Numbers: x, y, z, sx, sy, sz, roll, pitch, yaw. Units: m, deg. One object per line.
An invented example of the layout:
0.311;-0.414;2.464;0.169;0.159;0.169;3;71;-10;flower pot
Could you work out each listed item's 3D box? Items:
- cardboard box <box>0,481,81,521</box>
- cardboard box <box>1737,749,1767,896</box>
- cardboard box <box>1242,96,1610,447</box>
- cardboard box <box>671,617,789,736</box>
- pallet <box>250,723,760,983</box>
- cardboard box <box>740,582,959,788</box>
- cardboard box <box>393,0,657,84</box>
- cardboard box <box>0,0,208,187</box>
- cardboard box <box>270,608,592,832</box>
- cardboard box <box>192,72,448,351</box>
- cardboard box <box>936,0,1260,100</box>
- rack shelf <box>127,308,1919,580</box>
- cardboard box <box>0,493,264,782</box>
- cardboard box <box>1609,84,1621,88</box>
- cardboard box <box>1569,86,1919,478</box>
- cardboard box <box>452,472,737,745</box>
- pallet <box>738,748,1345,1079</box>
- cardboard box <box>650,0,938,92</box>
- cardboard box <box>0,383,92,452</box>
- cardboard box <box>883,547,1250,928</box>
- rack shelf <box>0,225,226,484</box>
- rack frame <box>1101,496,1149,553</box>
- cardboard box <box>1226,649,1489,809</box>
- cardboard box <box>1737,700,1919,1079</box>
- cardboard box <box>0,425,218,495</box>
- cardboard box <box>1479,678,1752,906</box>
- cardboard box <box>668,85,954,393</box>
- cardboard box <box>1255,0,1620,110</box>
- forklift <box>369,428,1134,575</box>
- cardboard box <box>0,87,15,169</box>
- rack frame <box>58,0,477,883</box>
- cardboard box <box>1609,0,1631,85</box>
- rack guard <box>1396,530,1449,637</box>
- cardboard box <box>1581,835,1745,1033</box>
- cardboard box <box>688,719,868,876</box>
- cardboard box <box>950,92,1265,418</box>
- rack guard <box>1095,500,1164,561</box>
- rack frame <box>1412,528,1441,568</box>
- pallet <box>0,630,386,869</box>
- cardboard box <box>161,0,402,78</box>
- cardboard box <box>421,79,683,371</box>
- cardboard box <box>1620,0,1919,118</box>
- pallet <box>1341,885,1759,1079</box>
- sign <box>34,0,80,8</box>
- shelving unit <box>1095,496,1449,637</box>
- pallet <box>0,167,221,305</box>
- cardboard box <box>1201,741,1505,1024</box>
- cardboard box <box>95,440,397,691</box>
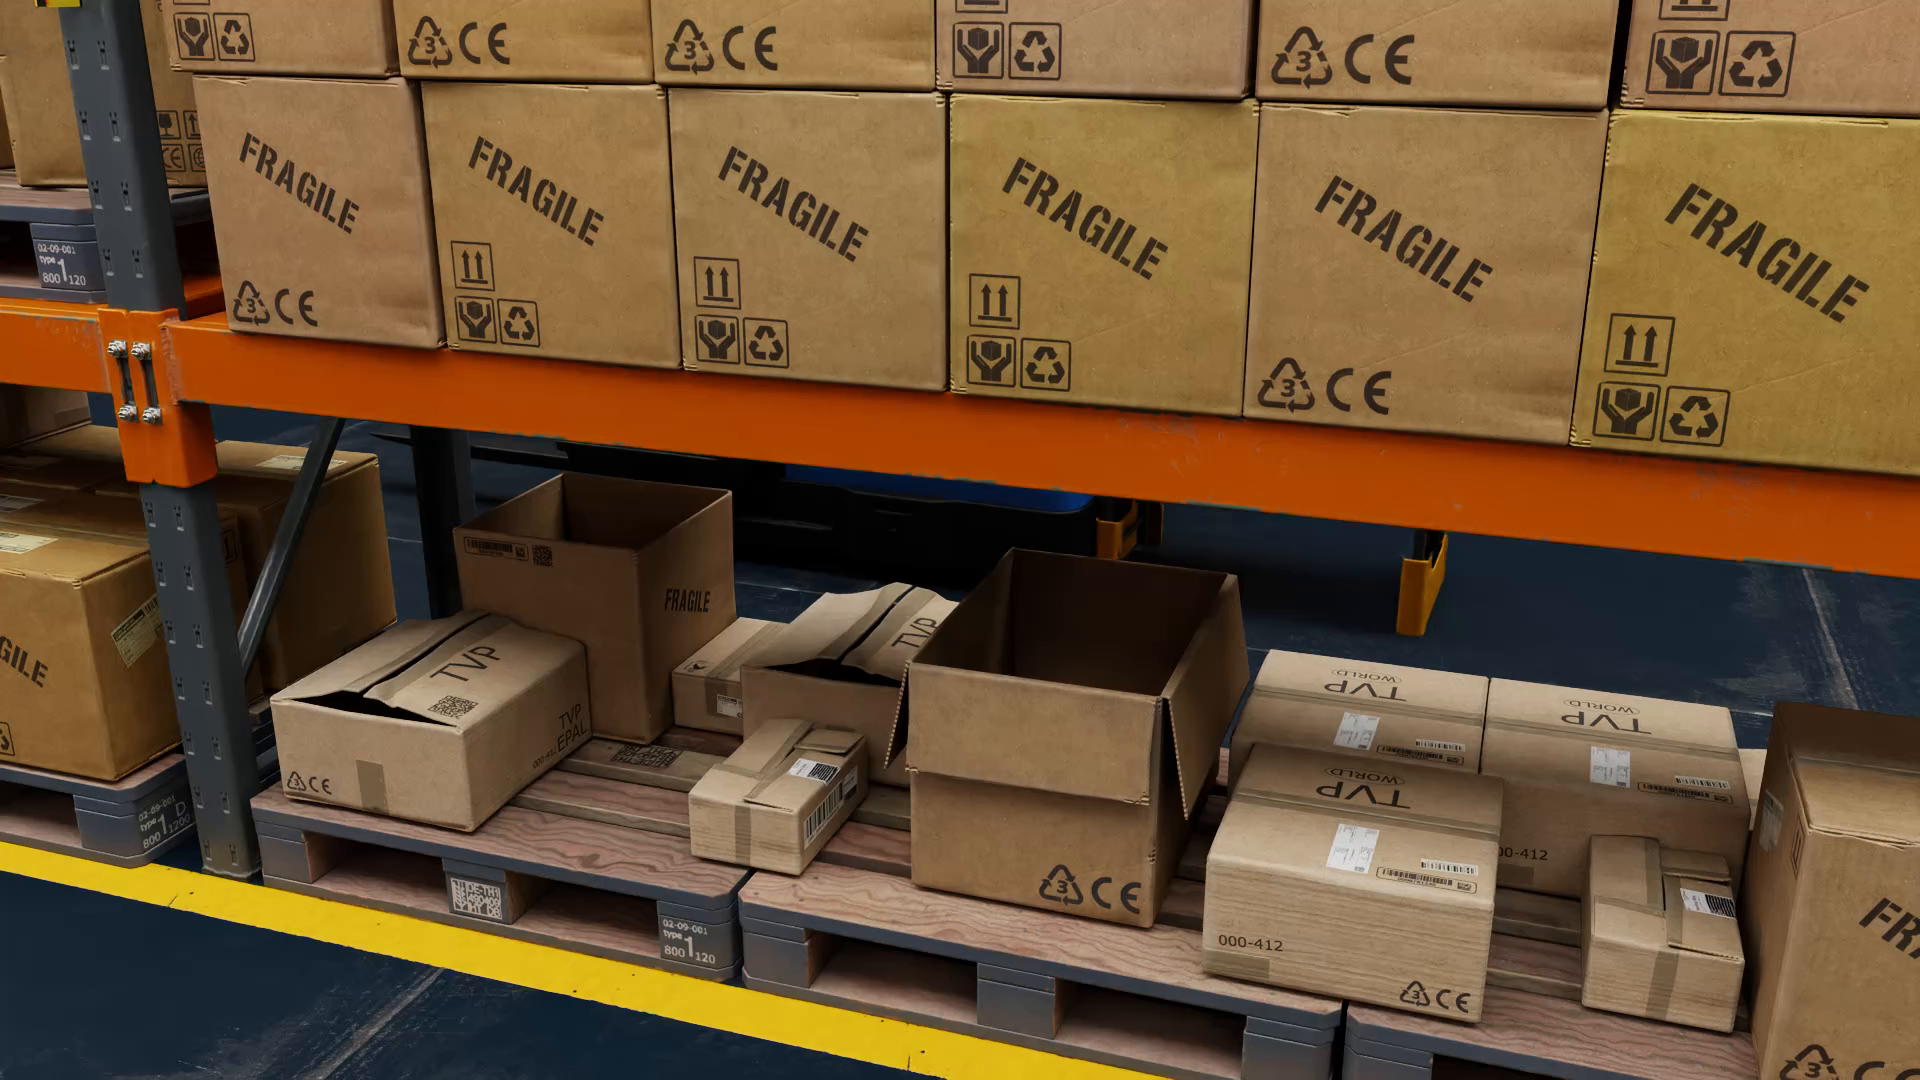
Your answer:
-2.556;0.162;4.185;0.500;0.500;0.500;7;20;18;cardboard box
1.728;0.592;3.456;0.250;0.166;0.380;7;20;18;cardboard box
0.774;-0.480;2.745;0.500;0.500;0.500;7;20;18;cardboard box
-0.527;0.343;4.199;0.250;0.149;0.380;7;20;18;cardboard box
-0.883;0.600;4.033;1.213;0.211;1.003;7;20;18;pallet
-0.192;0.325;4.002;0.500;0.311;0.500;7;20;18;cardboard box
-0.692;-1.116;3.050;0.500;0.500;0.500;6;20;16;cardboard box
-1.906;-1.157;4.049;0.500;0.500;0.700;0;19;0;cardboard box
-1.206;0.384;3.835;0.500;0.311;0.500;7;20;18;cardboard box
-1.140;-0.698;3.370;0.500;0.500;0.500;7;20;19;cardboard box
0.282;-1.005;2.731;0.500;0.500;0.500;7;20;20;cardboard box
0.357;-0.235;3.287;4.000;0.370;1.077;7;20;18;rack shelf
-2.092;0.218;4.024;0.500;0.500;0.500;6;20;18;cardboard box
1.425;-0.590;3.060;0.500;0.500;0.500;6;20;18;cardboard box
1.243;-0.425;2.586;0.500;0.500;0.500;7;20;19;cardboard box
-0.901;0.155;4.203;0.500;0.500;0.500;7;20;18;cardboard box
0.273;0.732;3.657;1.213;0.211;1.003;7;20;18;pallet
-0.206;-1.061;2.891;0.500;0.500;0.500;6;20;16;cardboard box
-2.853;-0.408;4.681;0.500;0.250;0.500;7;20;18;cardboard box
0.245;0.382;3.549;0.637;0.503;0.797;7;20;18;cardboard box
-3.421;-0.667;4.526;4.000;0.370;1.077;7;20;18;rack shelf
0.575;-0.623;5.584;0.032;1.500;0.500;8;21;21;rack frame
0.882;0.477;3.660;0.500;0.250;0.500;7;20;18;cardboard box
1.652;0.632;2.836;0.500;0.500;0.500;7;20;18;cardboard box
-2.416;0.000;4.650;0.500;0.500;0.500;7;20;19;cardboard box
1.354;0.531;3.505;0.500;0.250;0.500;7;20;18;cardboard box
-0.183;-0.589;3.058;0.500;0.500;0.500;6;20;18;cardboard box
0.767;-0.950;2.572;0.500;0.500;0.500;7;20;20;cardboard box
-0.828;-1.513;5.964;3.031;2.935;1.130;8;21;21;forklift
-2.576;-1.212;4.205;0.500;0.500;0.700;10;22;27;cardboard box
-1.532;-0.791;3.788;0.127;3.000;1.000;7;20;18;rack frame
1.418;-1.062;2.895;0.500;0.500;0.500;7;20;19;cardboard box
1.516;0.093;5.429;0.087;0.250;0.587;8;21;21;rack guard
1.299;0.717;3.097;0.250;0.166;0.380;7;20;18;cardboard box
-0.386;0.542;3.600;0.250;0.166;0.380;7;20;18;cardboard box
0.298;-0.535;2.901;0.500;0.500;0.500;6;20;17;cardboard box
0.593;-0.030;5.783;0.087;0.250;0.587;8;21;21;rack guard
1.517;-0.497;5.223;0.032;1.500;0.500;8;21;21;rack frame
-2.313;0.450;4.465;1.213;0.211;1.003;7;20;18;pallet
-1.179;-1.172;3.210;0.500;0.500;0.500;7;20;19;cardboard box
-0.655;-0.644;3.215;0.500;0.500;0.500;7;20;19;cardboard box
1.259;-0.895;2.416;0.500;0.500;0.500;7;20;20;cardboard box
1.421;0.864;3.277;1.213;0.211;1.003;7;20;18;pallet
-1.711;-1.165;3.101;0.005;0.325;0.100;7;20;18;sign
1.055;-0.559;5.400;1.083;1.500;0.587;8;21;21;shelving unit
-2.251;-0.820;4.165;1.213;0.211;1.003;7;20;18;pallet
0.765;0.638;3.198;0.500;0.250;0.500;7;20;18;cardboard box
-1.909;0.054;4.494;0.500;0.500;0.500;6;20;16;cardboard box
